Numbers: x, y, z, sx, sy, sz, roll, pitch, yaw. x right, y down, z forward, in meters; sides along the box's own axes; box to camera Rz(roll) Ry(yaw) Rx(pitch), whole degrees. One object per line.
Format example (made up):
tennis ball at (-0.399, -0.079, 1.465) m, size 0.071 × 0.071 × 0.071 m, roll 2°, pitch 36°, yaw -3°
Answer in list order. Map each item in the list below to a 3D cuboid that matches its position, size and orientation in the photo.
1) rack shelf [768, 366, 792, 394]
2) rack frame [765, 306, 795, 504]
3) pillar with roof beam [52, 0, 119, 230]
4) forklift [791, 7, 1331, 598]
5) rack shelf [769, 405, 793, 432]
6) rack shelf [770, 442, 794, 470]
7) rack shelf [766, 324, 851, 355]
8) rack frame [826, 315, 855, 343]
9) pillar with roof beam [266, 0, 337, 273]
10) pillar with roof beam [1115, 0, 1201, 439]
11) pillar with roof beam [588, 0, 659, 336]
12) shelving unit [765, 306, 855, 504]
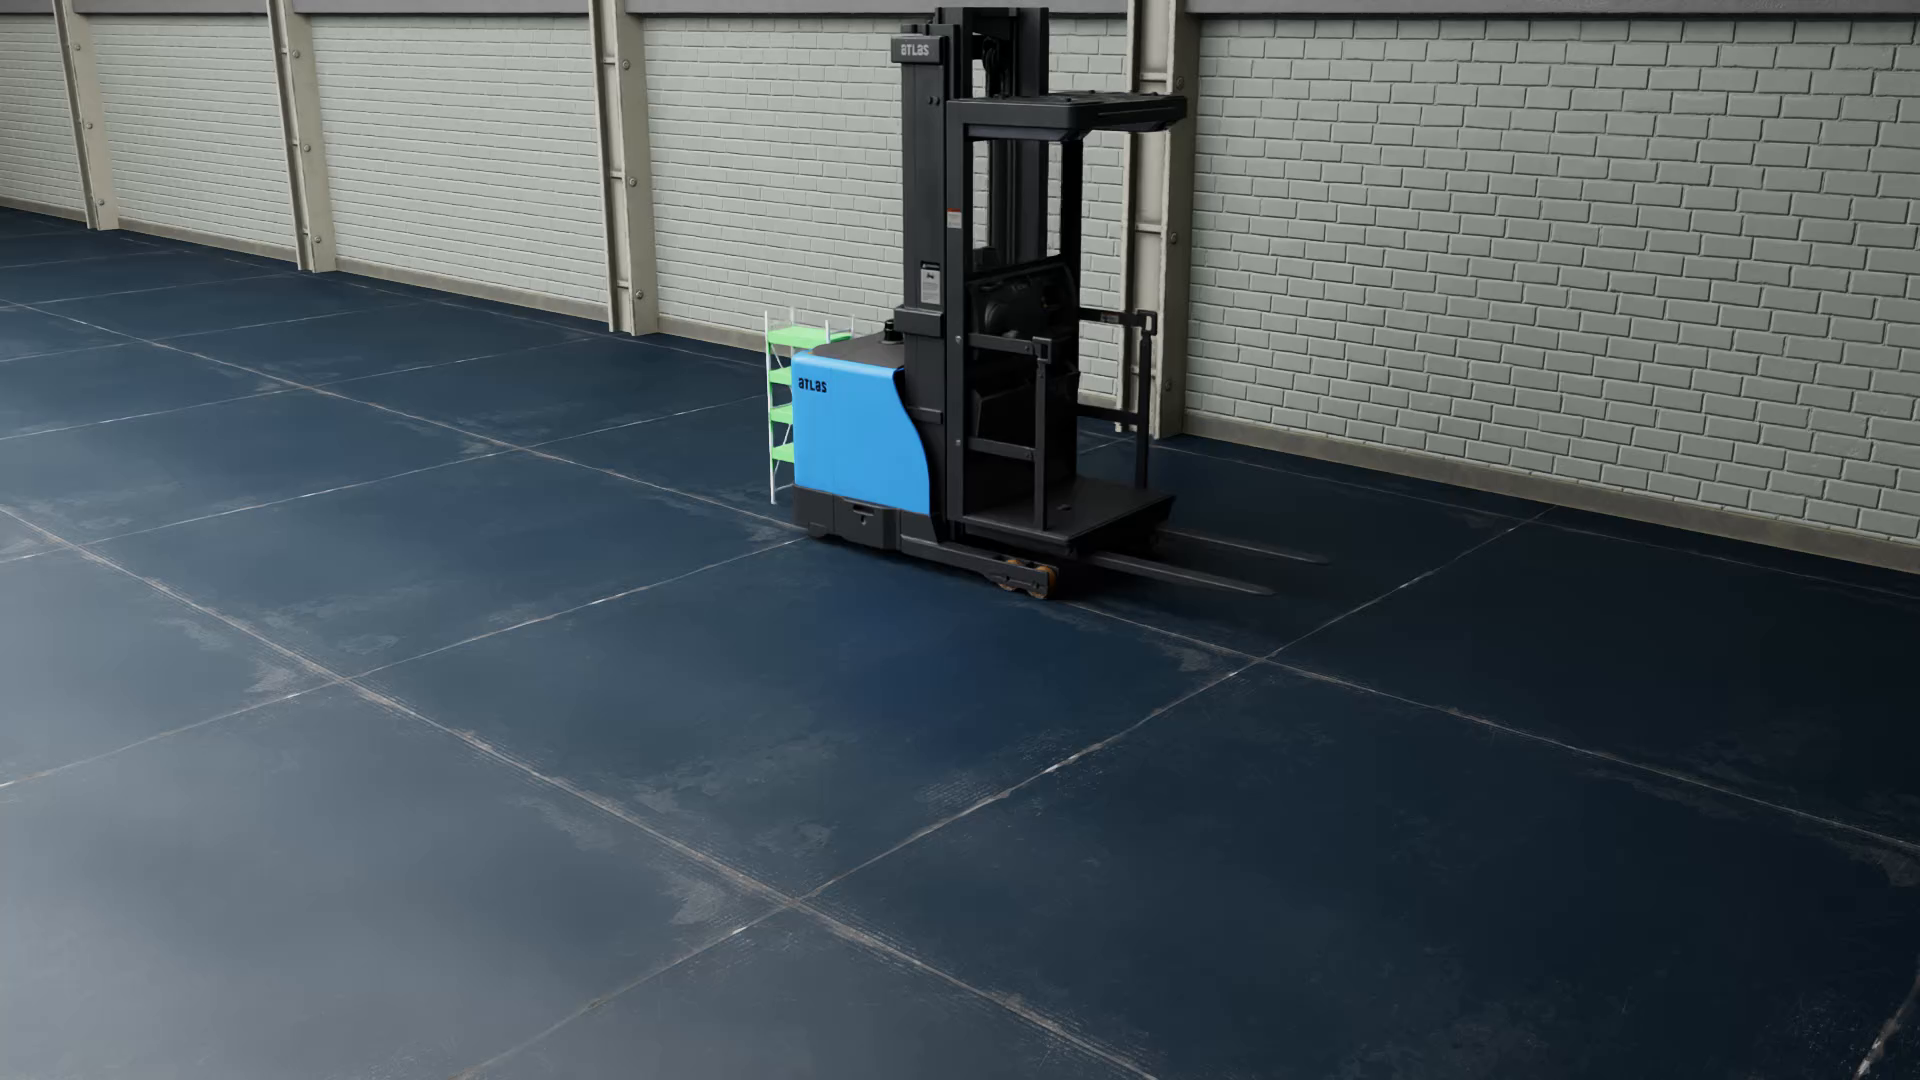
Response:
rack shelf at (-0.896, -0.946, 10.028) m, size 0.480 × 0.148 × 0.258 m, roll 13°, pitch 22°, yaw 35°
rack frame at (-1.090, -0.823, 10.223) m, size 0.015 × 1.200 × 0.240 m, roll 13°, pitch 22°, yaw 35°
pillar with roof beam at (-14.942, -7.720, 19.061) m, size 0.400 × 9.000 × 9.100 m, roll 15°, pitch 23°, yaw 39°
forklift at (0.505, -1.274, 8.782) m, size 3.031 × 2.935 × 1.130 m, roll 13°, pitch 22°, yaw 35°
rack shelf at (-0.896, -0.718, 10.101) m, size 0.480 × 0.148 × 0.258 m, roll 13°, pitch 22°, yaw 35°
rack shelf at (-0.896, -0.489, 10.173) m, size 0.480 × 0.148 × 0.258 m, roll 13°, pitch 22°, yaw 35°
rack shelf at (-0.896, -1.175, 9.955) m, size 0.480 × 0.148 × 0.258 m, roll 13°, pitch 22°, yaw 35°
rack frame at (-0.702, -0.734, 9.940) m, size 0.015 × 1.200 × 0.240 m, roll 13°, pitch 22°, yaw 35°
pillar with roof beam at (-10.454, -6.515, 15.265) m, size 0.400 × 9.000 × 9.100 m, roll 15°, pitch 23°, yaw 39°
pillar with roof beam at (-1.479, -4.106, 7.673) m, size 0.400 × 9.000 × 9.100 m, roll 15°, pitch 23°, yaw 39°
pillar with roof beam at (-5.966, -5.311, 11.469) m, size 0.400 × 9.000 × 9.100 m, roll 15°, pitch 23°, yaw 39°
shelving unit at (-0.896, -0.779, 10.081) m, size 0.503 × 1.200 × 0.258 m, roll 13°, pitch 22°, yaw 35°
